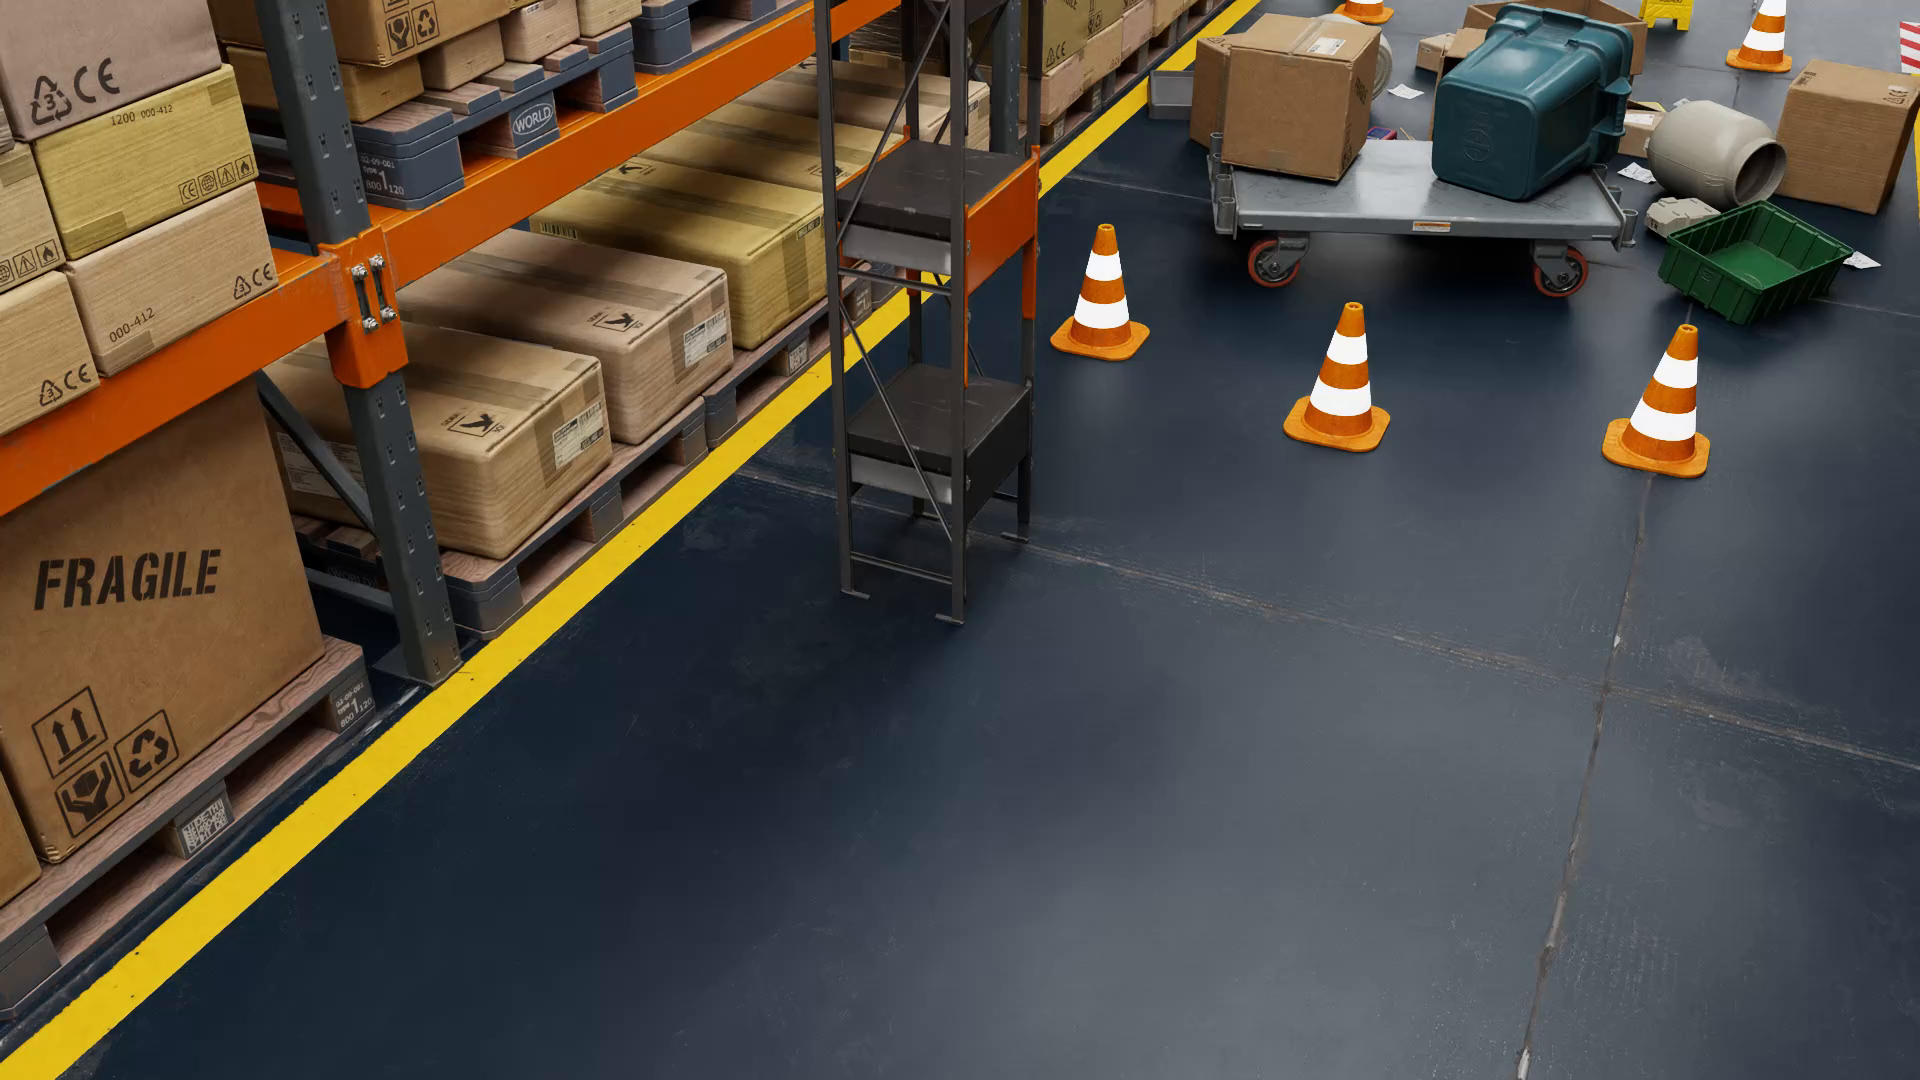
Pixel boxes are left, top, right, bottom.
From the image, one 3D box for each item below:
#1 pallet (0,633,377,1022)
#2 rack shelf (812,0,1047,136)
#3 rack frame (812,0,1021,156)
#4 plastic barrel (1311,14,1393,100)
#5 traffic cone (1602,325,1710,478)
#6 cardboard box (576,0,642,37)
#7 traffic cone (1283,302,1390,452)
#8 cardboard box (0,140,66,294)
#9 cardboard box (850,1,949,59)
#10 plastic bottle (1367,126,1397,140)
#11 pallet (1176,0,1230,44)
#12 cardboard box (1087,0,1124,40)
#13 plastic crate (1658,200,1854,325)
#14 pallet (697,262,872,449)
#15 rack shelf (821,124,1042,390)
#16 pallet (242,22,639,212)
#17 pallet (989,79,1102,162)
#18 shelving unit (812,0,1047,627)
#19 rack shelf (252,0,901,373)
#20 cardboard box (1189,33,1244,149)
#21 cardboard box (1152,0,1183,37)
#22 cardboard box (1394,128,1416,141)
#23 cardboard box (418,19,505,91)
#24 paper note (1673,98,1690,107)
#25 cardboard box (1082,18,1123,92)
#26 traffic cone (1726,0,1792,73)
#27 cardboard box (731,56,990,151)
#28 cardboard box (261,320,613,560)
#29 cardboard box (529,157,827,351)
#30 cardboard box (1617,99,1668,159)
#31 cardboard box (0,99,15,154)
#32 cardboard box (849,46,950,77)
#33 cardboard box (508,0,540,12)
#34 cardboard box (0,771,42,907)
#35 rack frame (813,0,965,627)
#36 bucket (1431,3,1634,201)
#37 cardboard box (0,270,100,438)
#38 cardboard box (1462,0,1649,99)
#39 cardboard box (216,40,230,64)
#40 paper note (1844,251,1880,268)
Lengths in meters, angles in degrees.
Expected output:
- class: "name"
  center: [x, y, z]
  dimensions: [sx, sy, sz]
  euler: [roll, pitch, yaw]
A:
- class: "pallet"
  center: [-2.282, 0.560, 4.204]
  dimensions: [1.003, 0.211, 1.213]
  euler: [14, 36, 20]
- class: "rack shelf"
  center: [-0.069, -1.370, 4.172]
  dimensions: [0.431, 0.518, 0.480]
  euler: [14, 36, 20]
- class: "rack frame"
  center: [-0.210, -2.974, 7.050]
  dimensions: [1.000, 3.000, 0.127]
  euler: [14, 36, 20]
- class: "plastic barrel"
  center: [1.974, -2.513, 8.696]
  dimensions: [0.421, 0.421, 0.512]
  euler: [-15, 36, -21]
- class: "traffic cone"
  center: [2.395, -0.506, 5.600]
  dimensions: [0.336, 0.463, 0.334]
  euler: [14, 36, 20]
- class: "cardboard box"
  center: [-1.140, -1.563, 4.744]
  dimensions: [0.380, 0.149, 0.250]
  euler: [14, 36, 21]
- class: "traffic cone"
  center: [1.329, -0.600, 5.744]
  dimensions: [0.336, 0.463, 0.334]
  euler: [14, 36, 20]
- class: "cardboard box"
  center: [-2.067, -0.572, 3.068]
  dimensions: [0.500, 0.250, 0.500]
  euler: [13, 36, 19]
- class: "cardboard box"
  center: [-0.206, -2.669, 8.026]
  dimensions: [0.500, 0.500, 0.500]
  euler: [14, 36, 20]
- class: "plastic bottle"
  center: [2.033, -1.958, 8.180]
  dimensions: [0.133, 0.061, 0.283]
  euler: [21, 39, 28]
- class: "pallet"
  center: [1.059, -3.366, 10.190]
  dimensions: [1.003, 0.211, 1.213]
  euler: [14, 36, 20]
- class: "cardboard box"
  center: [0.495, -2.814, 8.247]
  dimensions: [0.500, 0.500, 0.500]
  euler: [16, 36, 22]
- class: "plastic crate"
  center: [3.211, -1.124, 6.740]
  dimensions: [0.662, 0.188, 0.450]
  euler: [-21, 49, -29]
- class: "pallet"
  center: [-1.044, -0.810, 6.293]
  dimensions: [1.003, 0.211, 1.213]
  euler: [14, 36, 20]
- class: "rack shelf"
  center: [-0.069, -0.784, 4.556]
  dimensions: [0.431, 0.518, 0.480]
  euler: [14, 36, 20]
- class: "pallet"
  center: [-1.682, -1.281, 4.643]
  dimensions: [1.213, 0.211, 1.003]
  euler: [14, 36, 20]
- class: "pallet"
  center: [0.039, -2.150, 8.337]
  dimensions: [1.003, 0.211, 1.213]
  euler: [14, 36, 20]
- class: "shelving unit"
  center: [-0.069, -0.796, 4.549]
  dimensions: [0.431, 2.100, 0.503]
  euler: [14, 36, 20]
- class: "rack shelf"
  center: [-1.047, -1.677, 5.728]
  dimensions: [1.077, 0.370, 4.000]
  euler: [14, 36, 20]
- class: "cardboard box"
  center: [1.474, -2.151, 8.072]
  dimensions: [0.500, 0.500, 0.500]
  euler: [-15, 36, -21]
- class: "cardboard box"
  center: [0.932, -3.009, 9.229]
  dimensions: [0.500, 0.250, 0.500]
  euler: [13, 35, 19]
- class: "cardboard box"
  center: [2.080, -1.744, 7.667]
  dimensions: [0.258, 0.266, 0.396]
  euler: [-9, 34, -13]
- class: "cardboard box"
  center: [-1.430, -1.305, 4.350]
  dimensions: [0.380, 0.149, 0.250]
  euler: [12, 35, 18]
- class: "paper note"
  center: [3.821, -2.268, 8.682]
  dimensions: [0.144, 0.017, 0.142]
  euler: [29, 43, 36]
- class: "cardboard box"
  center: [0.495, -2.500, 8.452]
  dimensions: [0.500, 0.250, 0.500]
  euler: [16, 37, 23]
- class: "traffic cone"
  center: [4.490, -2.881, 9.222]
  dimensions: [0.336, 0.463, 0.334]
  euler: [14, 36, 20]
- class: "cardboard box"
  center: [-0.427, -1.789, 7.256]
  dimensions: [0.950, 0.372, 0.625]
  euler: [15, 36, 21]
- class: "cardboard box"
  center: [-1.638, -0.338, 5.043]
  dimensions: [0.950, 0.372, 0.625]
  euler: [12, 35, 17]
- class: "cardboard box"
  center: [-1.014, -1.083, 6.180]
  dimensions: [0.950, 0.372, 0.625]
  euler: [15, 36, 22]
- class: "cardboard box"
  center: [3.374, -2.024, 8.094]
  dimensions: [0.396, 0.266, 0.258]
  euler: [21, 39, 28]
- class: "cardboard box"
  center: [-2.070, -0.867, 2.833]
  dimensions: [0.500, 0.500, 0.500]
  euler: [15, 36, 21]
- class: "cardboard box"
  center: [-0.207, -2.356, 8.232]
  dimensions: [0.500, 0.250, 0.500]
  euler: [16, 36, 23]
- class: "cardboard box"
  center: [-1.274, -1.756, 4.447]
  dimensions: [0.500, 0.500, 0.500]
  euler: [16, 37, 23]
- class: "cardboard box"
  center: [-2.625, 0.499, 3.307]
  dimensions: [0.875, 0.875, 0.875]
  euler: [15, 36, 21]
- class: "rack frame"
  center: [-0.171, -0.674, 4.363]
  dimensions: [0.400, 2.100, 0.015]
  euler: [14, 36, 20]
- class: "bucket"
  center: [2.291, -1.752, 6.785]
  dimensions: [0.726, 0.611, 0.620]
  euler: [29, 53, 36]
- class: "cardboard box"
  center: [-2.059, -0.349, 3.184]
  dimensions: [0.500, 0.250, 0.500]
  euler: [15, 36, 21]
- class: "cardboard box"
  center: [3.028, -2.466, 8.553]
  dimensions: [0.797, 0.503, 0.637]
  euler: [-9, 34, -13]
- class: "cardboard box"
  center: [-1.960, -1.269, 4.297]
  dimensions: [0.380, 0.149, 0.250]
  euler: [16, 36, 22]
- class: "paper note"
  center: [3.787, -1.190, 7.036]
  dimensions: [0.147, 0.020, 0.142]
  euler: [-9, 34, -13]
